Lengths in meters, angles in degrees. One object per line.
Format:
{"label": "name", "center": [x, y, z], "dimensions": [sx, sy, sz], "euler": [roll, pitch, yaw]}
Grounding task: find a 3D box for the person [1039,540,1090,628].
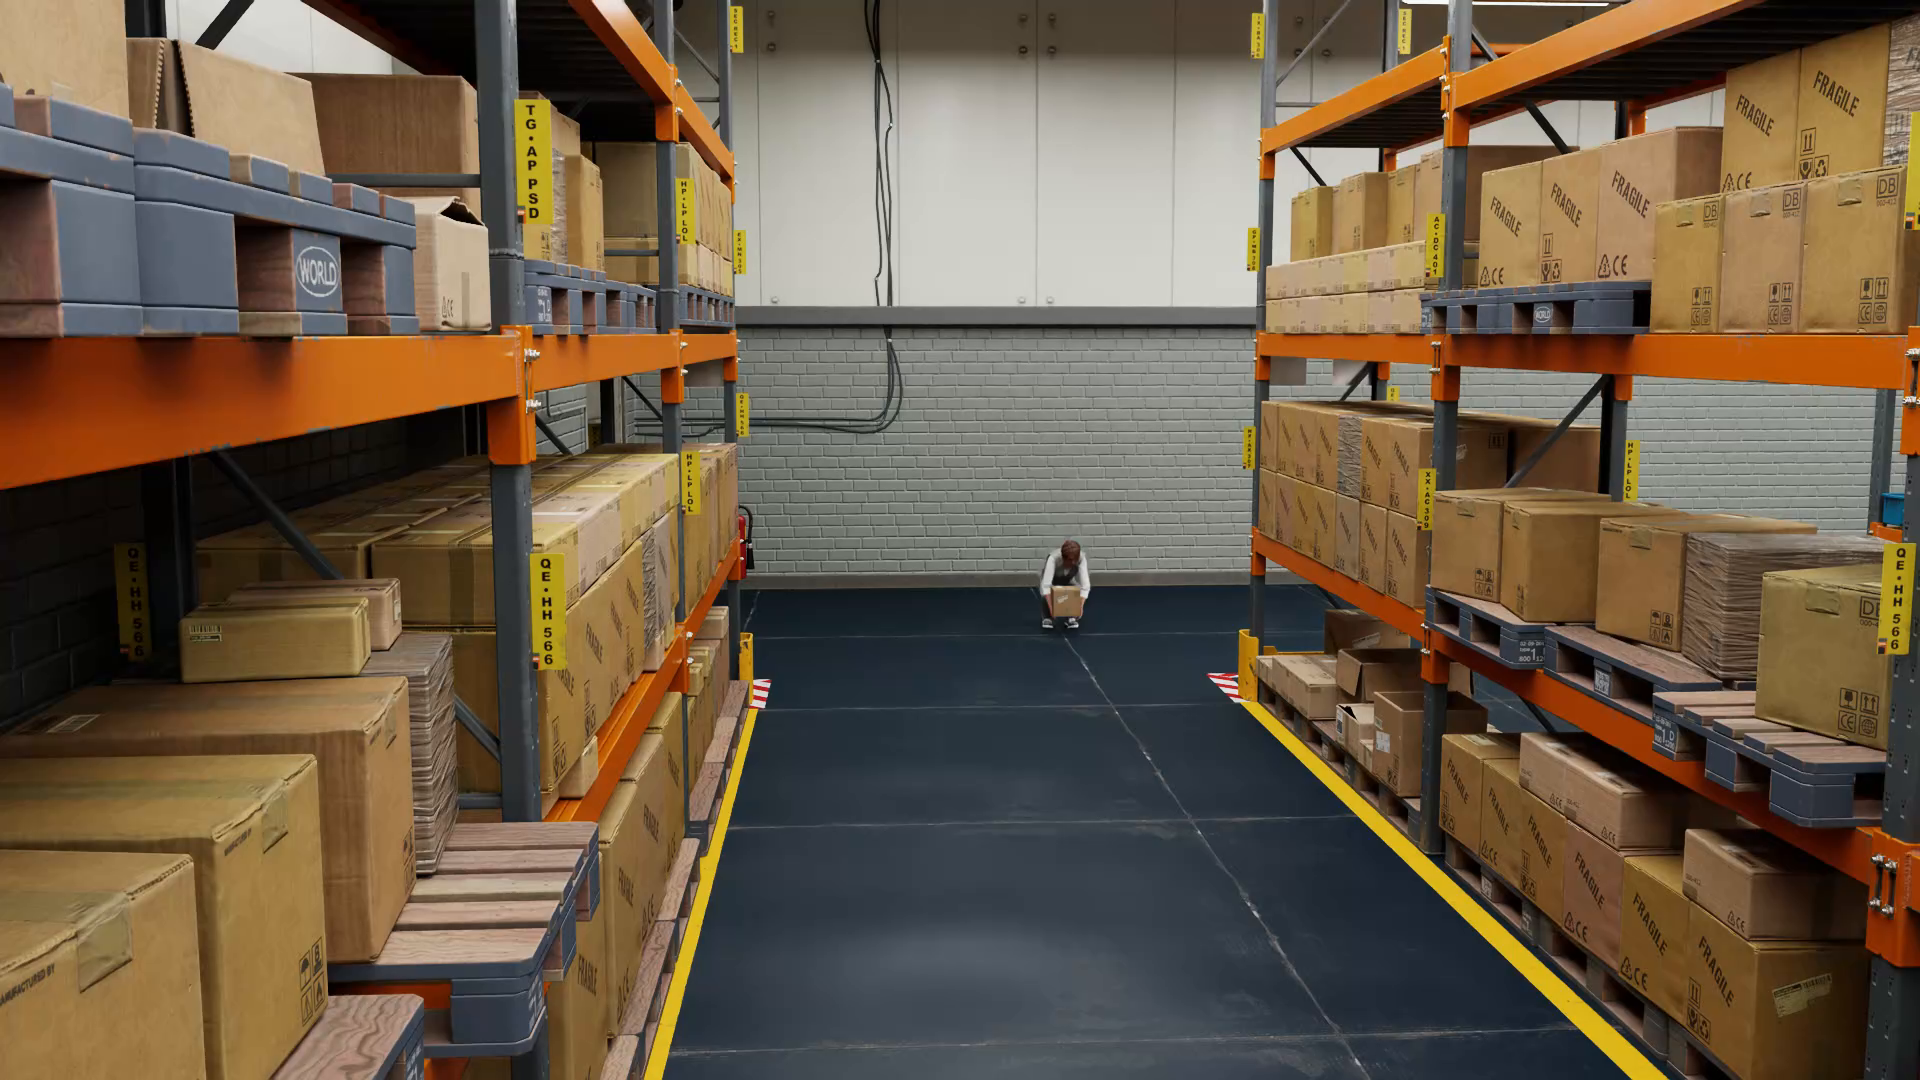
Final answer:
{"label": "person", "center": [0.986, 0.415, 15.853], "dimensions": [0.459, 0.888, 0.808], "euler": [0, 7, -4]}
